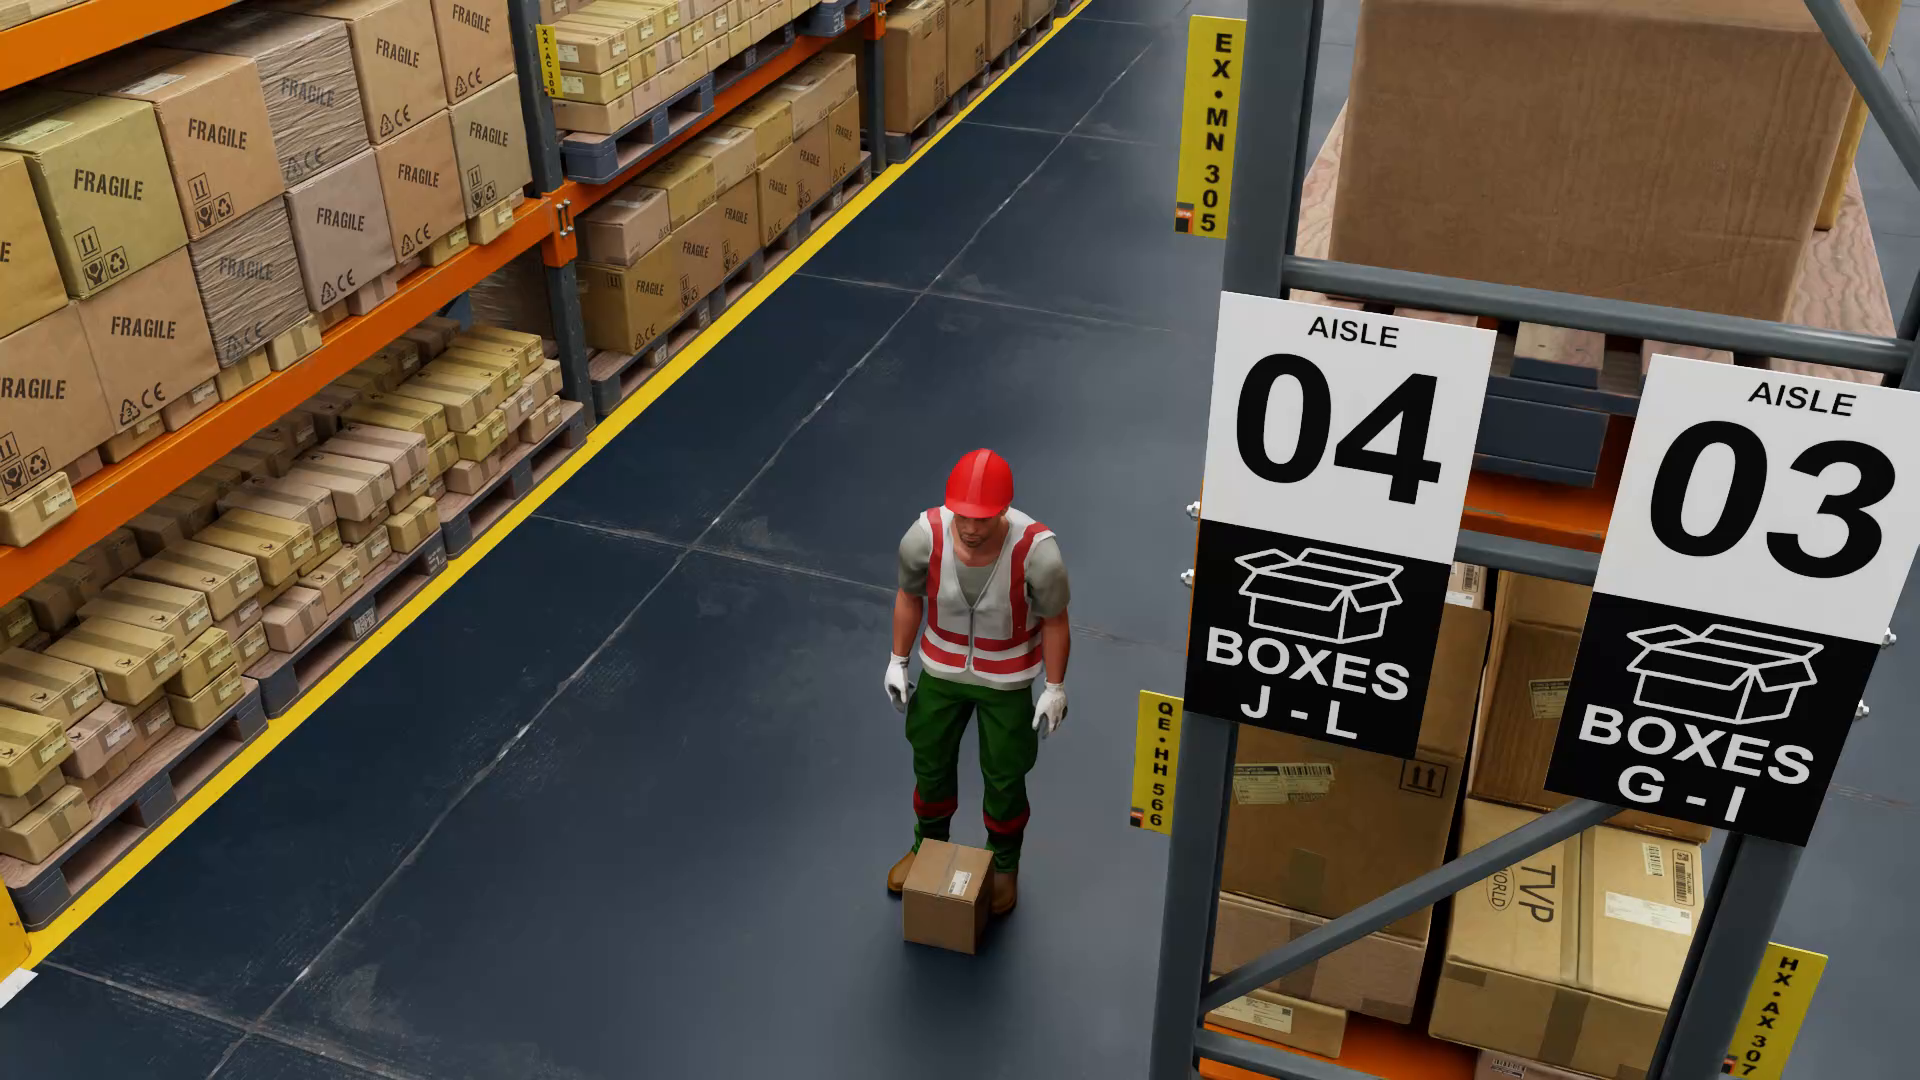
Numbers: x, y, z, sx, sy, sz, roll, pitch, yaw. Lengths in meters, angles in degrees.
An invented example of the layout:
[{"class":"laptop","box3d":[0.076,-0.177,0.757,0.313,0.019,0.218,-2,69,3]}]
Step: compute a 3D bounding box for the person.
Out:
[{"class":"person","box3d":[4.997,-1.755,8.834,7.847,1.778,11.025,9,34,14]}]
